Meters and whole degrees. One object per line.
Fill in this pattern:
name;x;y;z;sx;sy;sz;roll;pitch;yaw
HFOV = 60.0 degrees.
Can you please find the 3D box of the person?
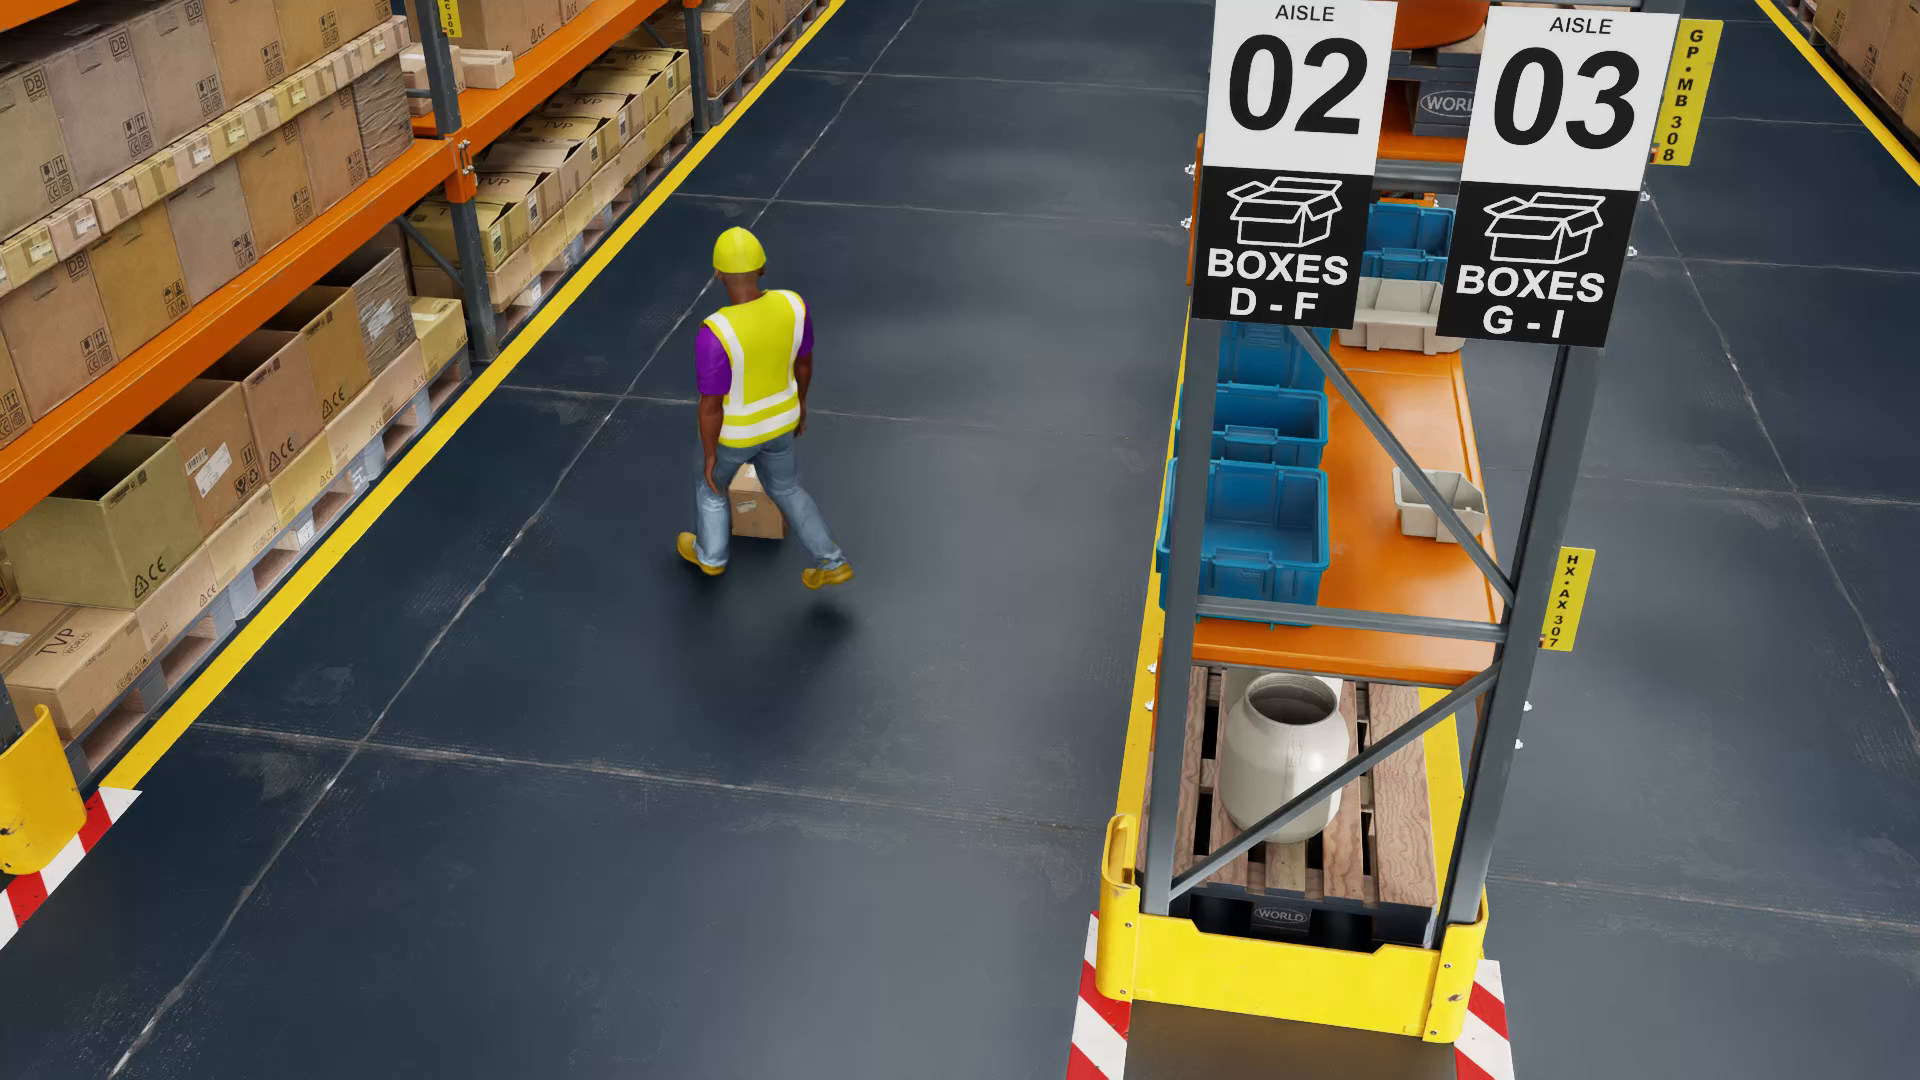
person;-0.901;-0.522;6.988;0.589;1.721;0.959;-24;39;-33
